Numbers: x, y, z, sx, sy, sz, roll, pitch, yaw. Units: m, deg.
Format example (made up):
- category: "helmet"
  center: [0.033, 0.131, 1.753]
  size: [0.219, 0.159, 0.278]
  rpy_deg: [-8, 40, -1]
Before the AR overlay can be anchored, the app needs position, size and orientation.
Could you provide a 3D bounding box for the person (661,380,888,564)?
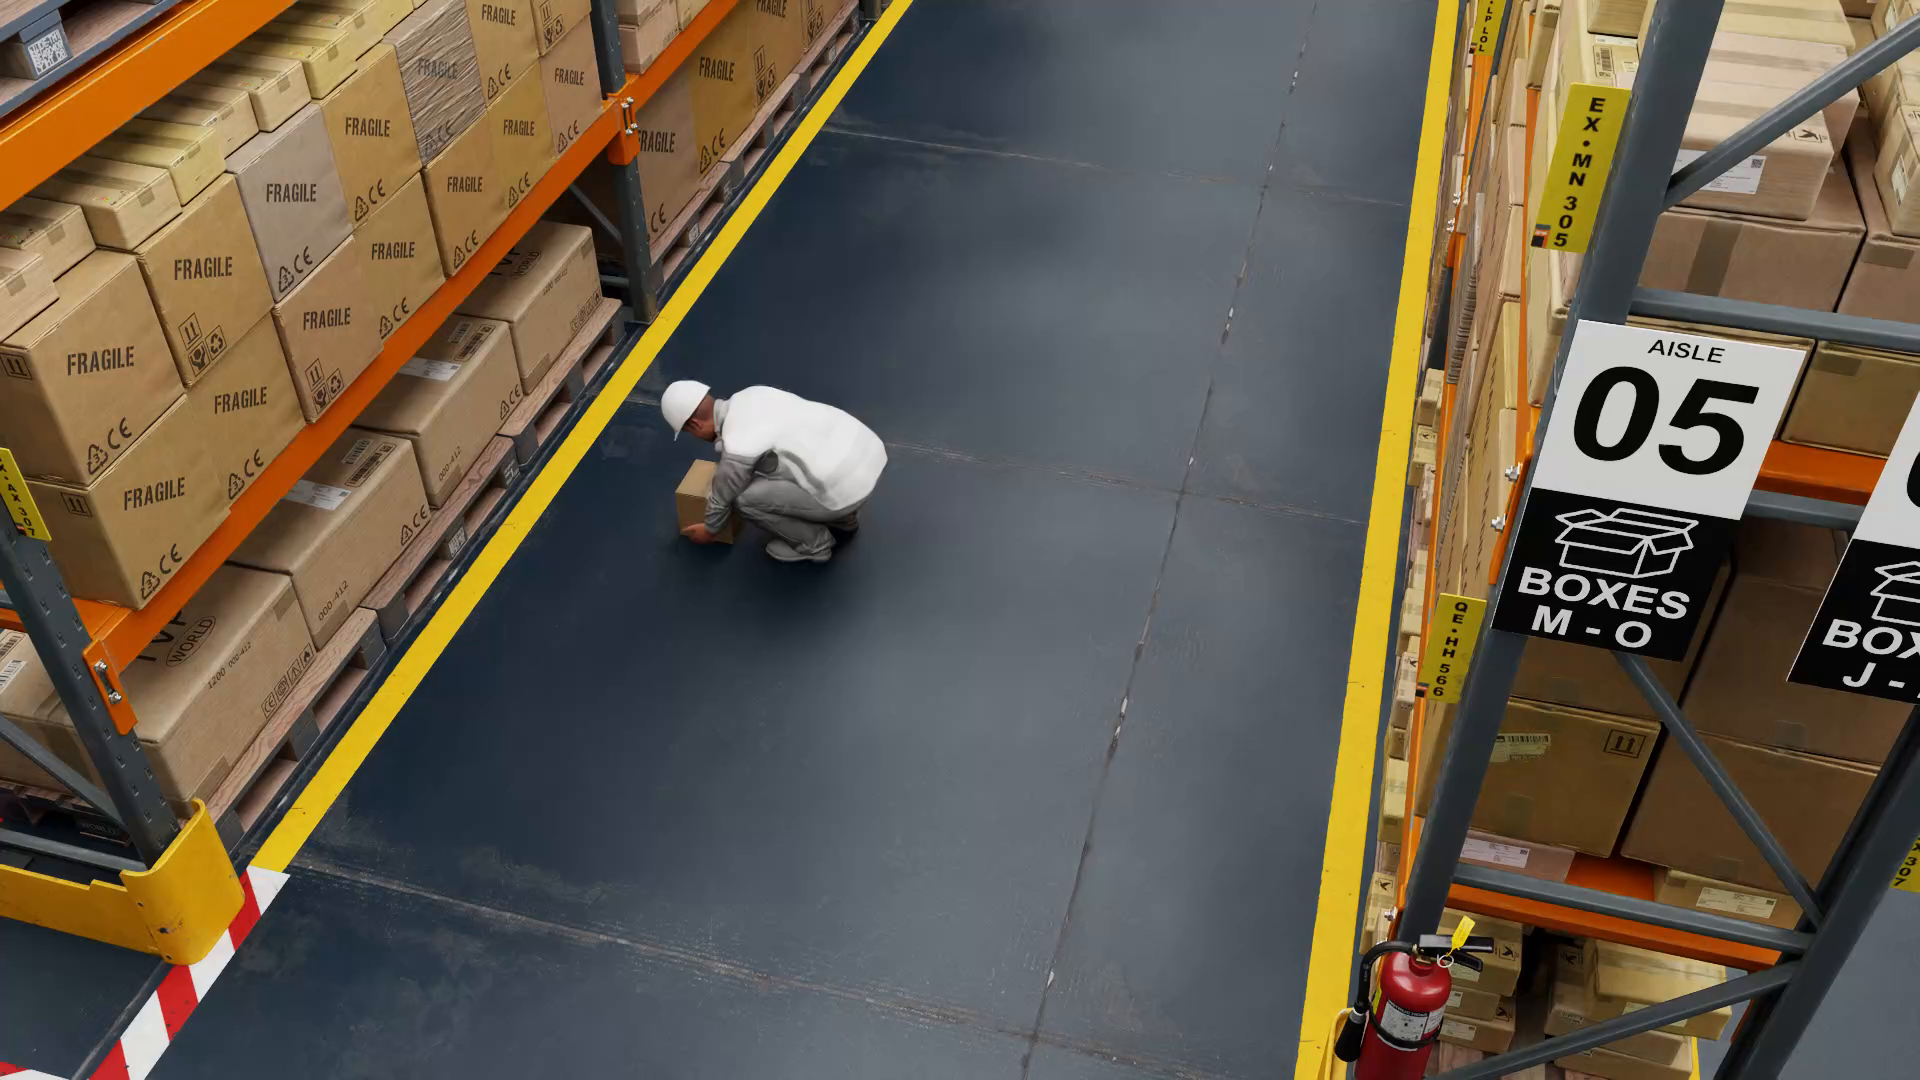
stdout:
- category: "person"
  center: [-0.804, -0.306, 7.279]
  size: [0.945, 0.858, 0.519]
  rpy_deg: [10, 42, 11]
